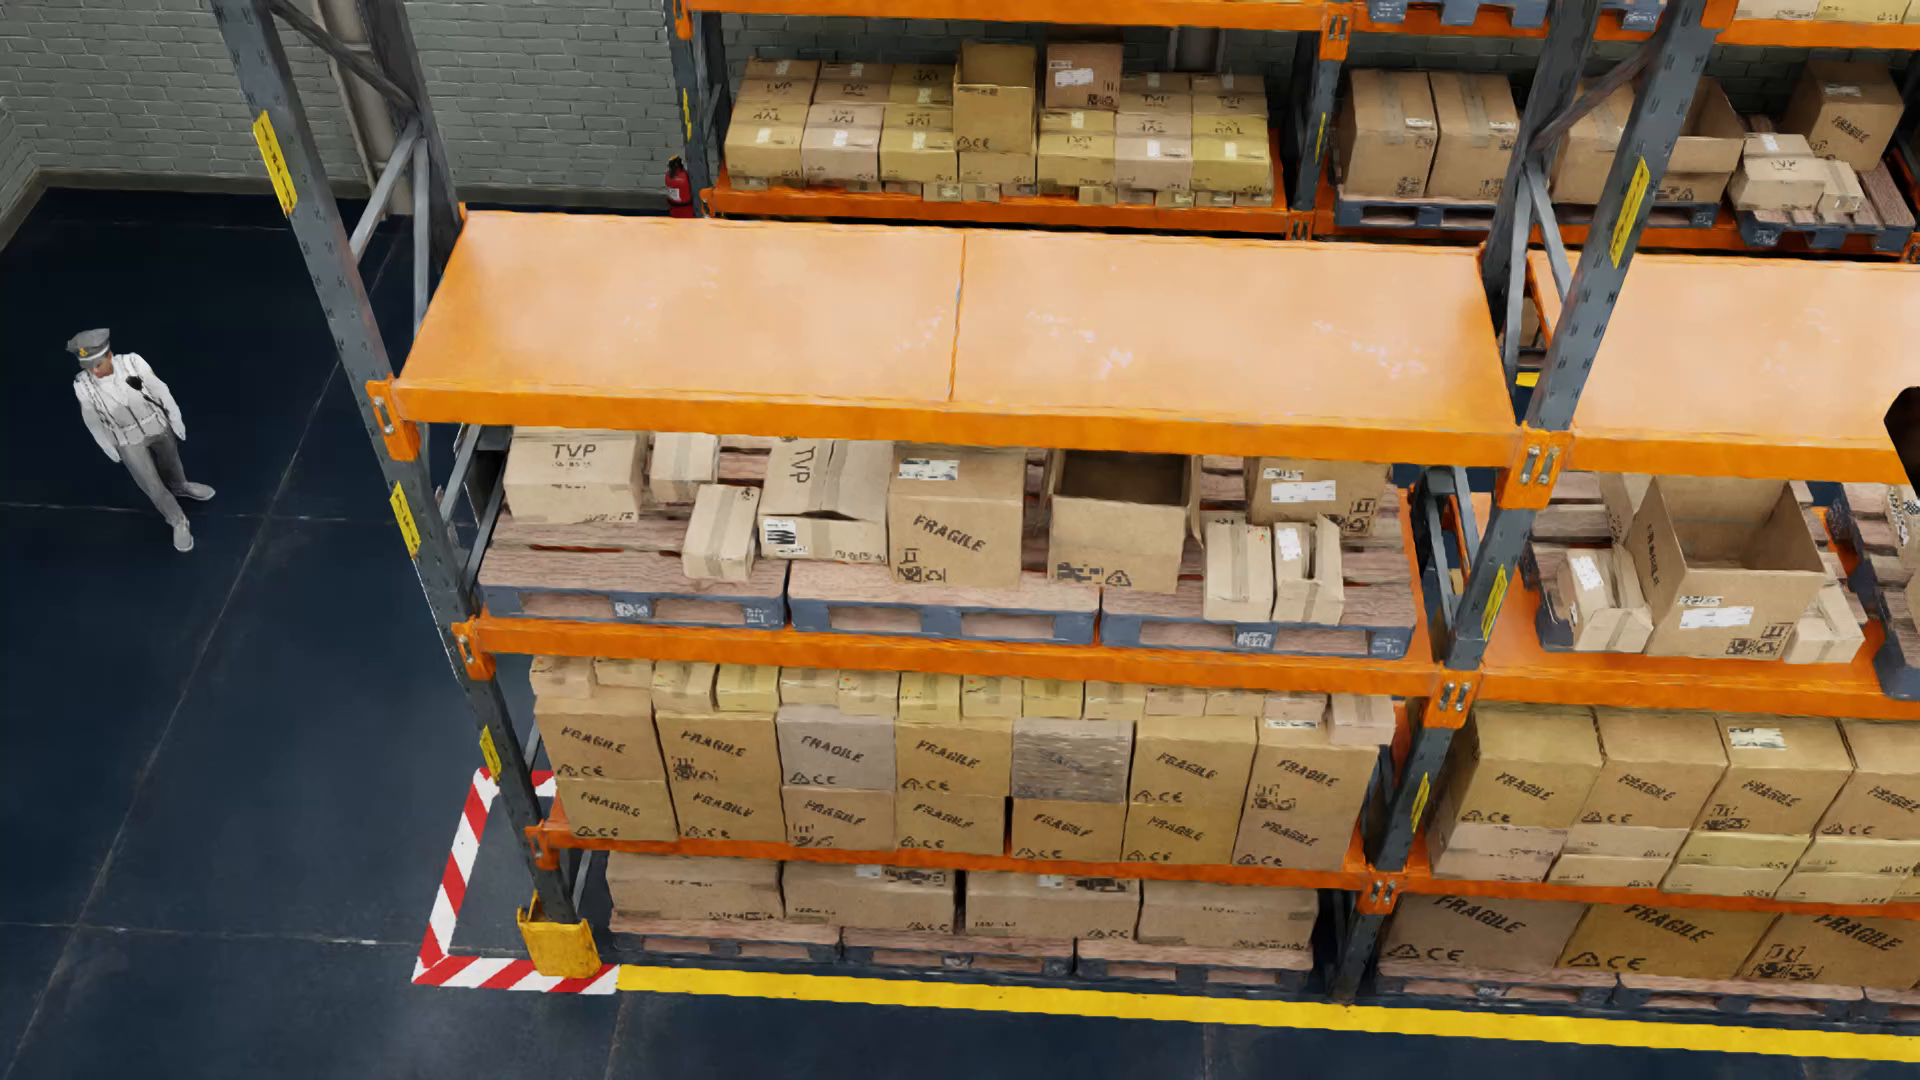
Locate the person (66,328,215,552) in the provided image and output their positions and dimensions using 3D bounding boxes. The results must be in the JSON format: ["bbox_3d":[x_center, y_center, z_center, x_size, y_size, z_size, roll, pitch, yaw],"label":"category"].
[{"bbox_3d":[-5.062,-0.686,10.251,0.507,1.661,0.568,-31,55,-25],"label":"person"}]
